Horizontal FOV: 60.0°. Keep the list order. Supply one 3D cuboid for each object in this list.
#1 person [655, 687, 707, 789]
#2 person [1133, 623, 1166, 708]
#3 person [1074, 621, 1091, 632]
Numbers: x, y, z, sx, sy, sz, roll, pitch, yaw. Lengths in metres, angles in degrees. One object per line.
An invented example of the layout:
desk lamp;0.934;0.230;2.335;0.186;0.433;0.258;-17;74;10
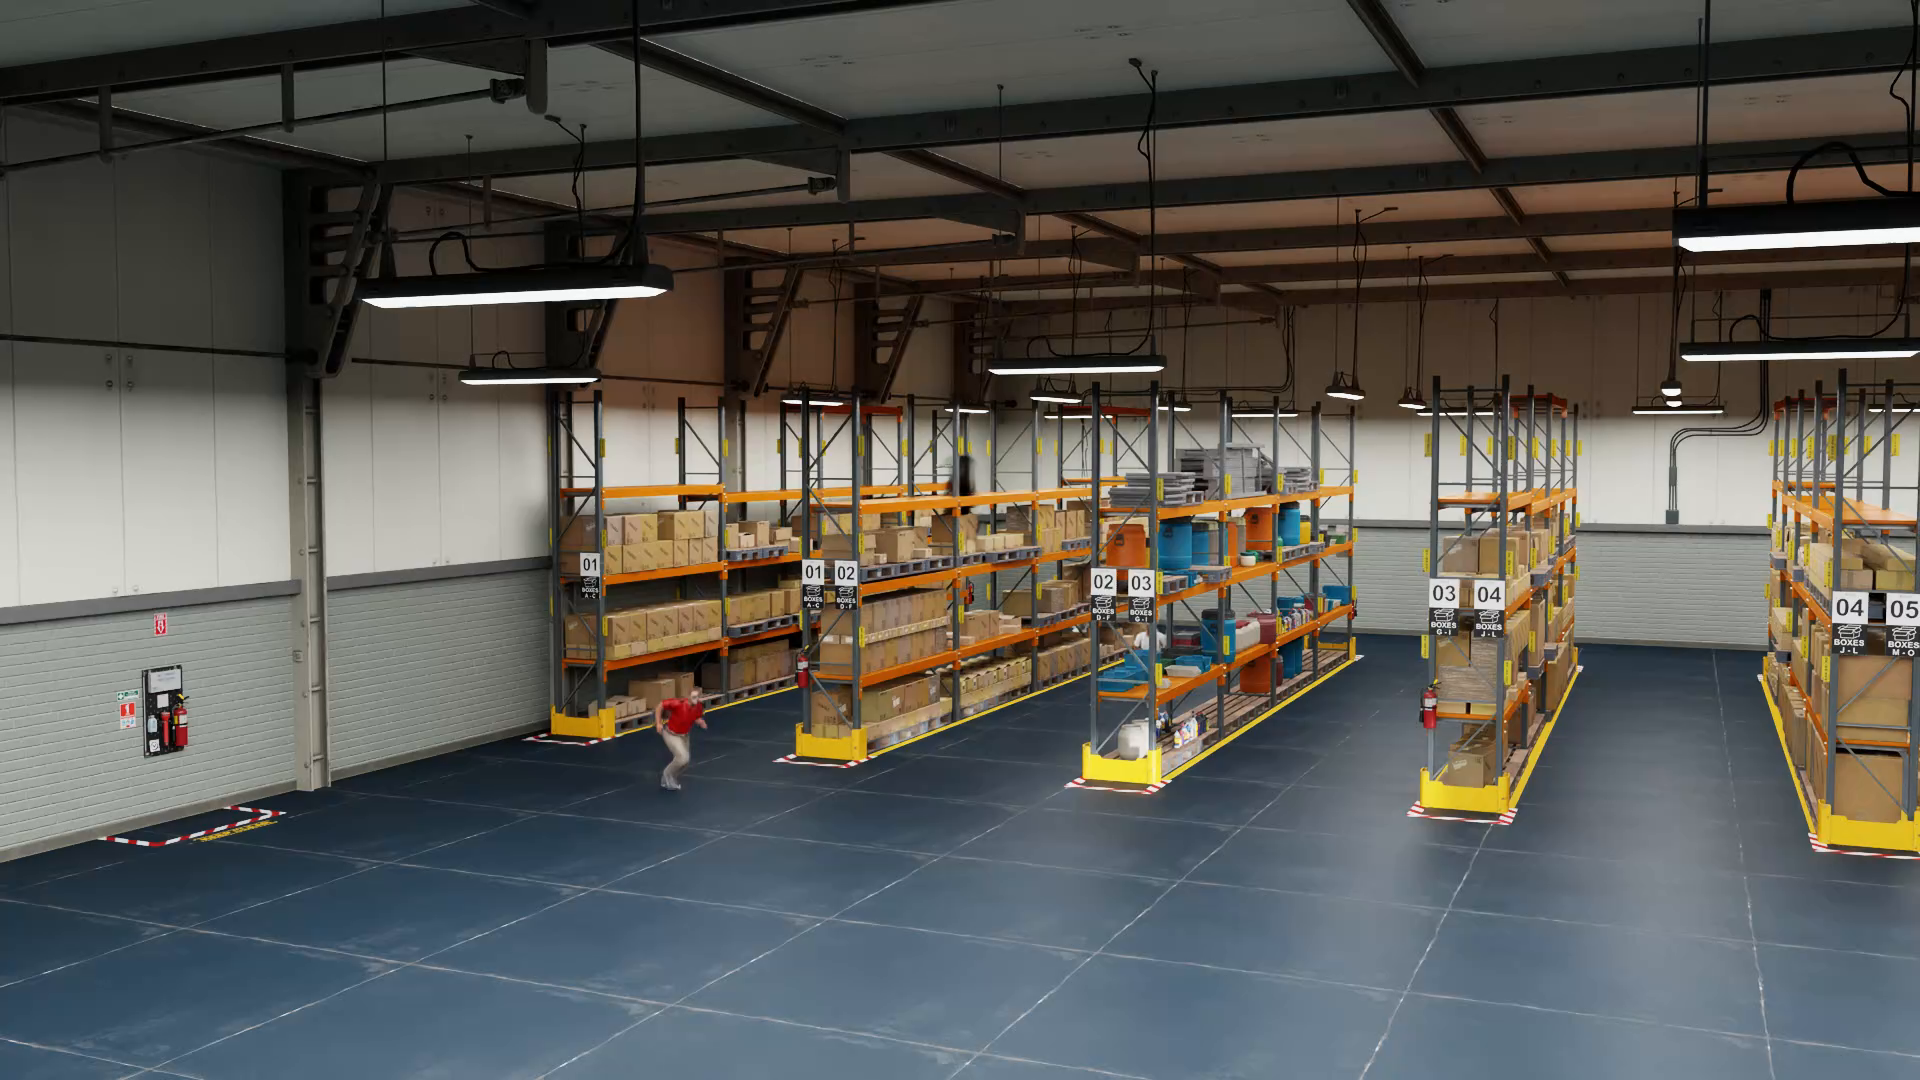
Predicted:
person;-4.070;2.887;24.114;0.932;1.551;0.698;3;4;39
person;3.720;2.372;32.327;0.715;1.720;0.643;1;3;10
person;3.163;1.770;42.585;0.689;1.770;0.683;1;3;13
